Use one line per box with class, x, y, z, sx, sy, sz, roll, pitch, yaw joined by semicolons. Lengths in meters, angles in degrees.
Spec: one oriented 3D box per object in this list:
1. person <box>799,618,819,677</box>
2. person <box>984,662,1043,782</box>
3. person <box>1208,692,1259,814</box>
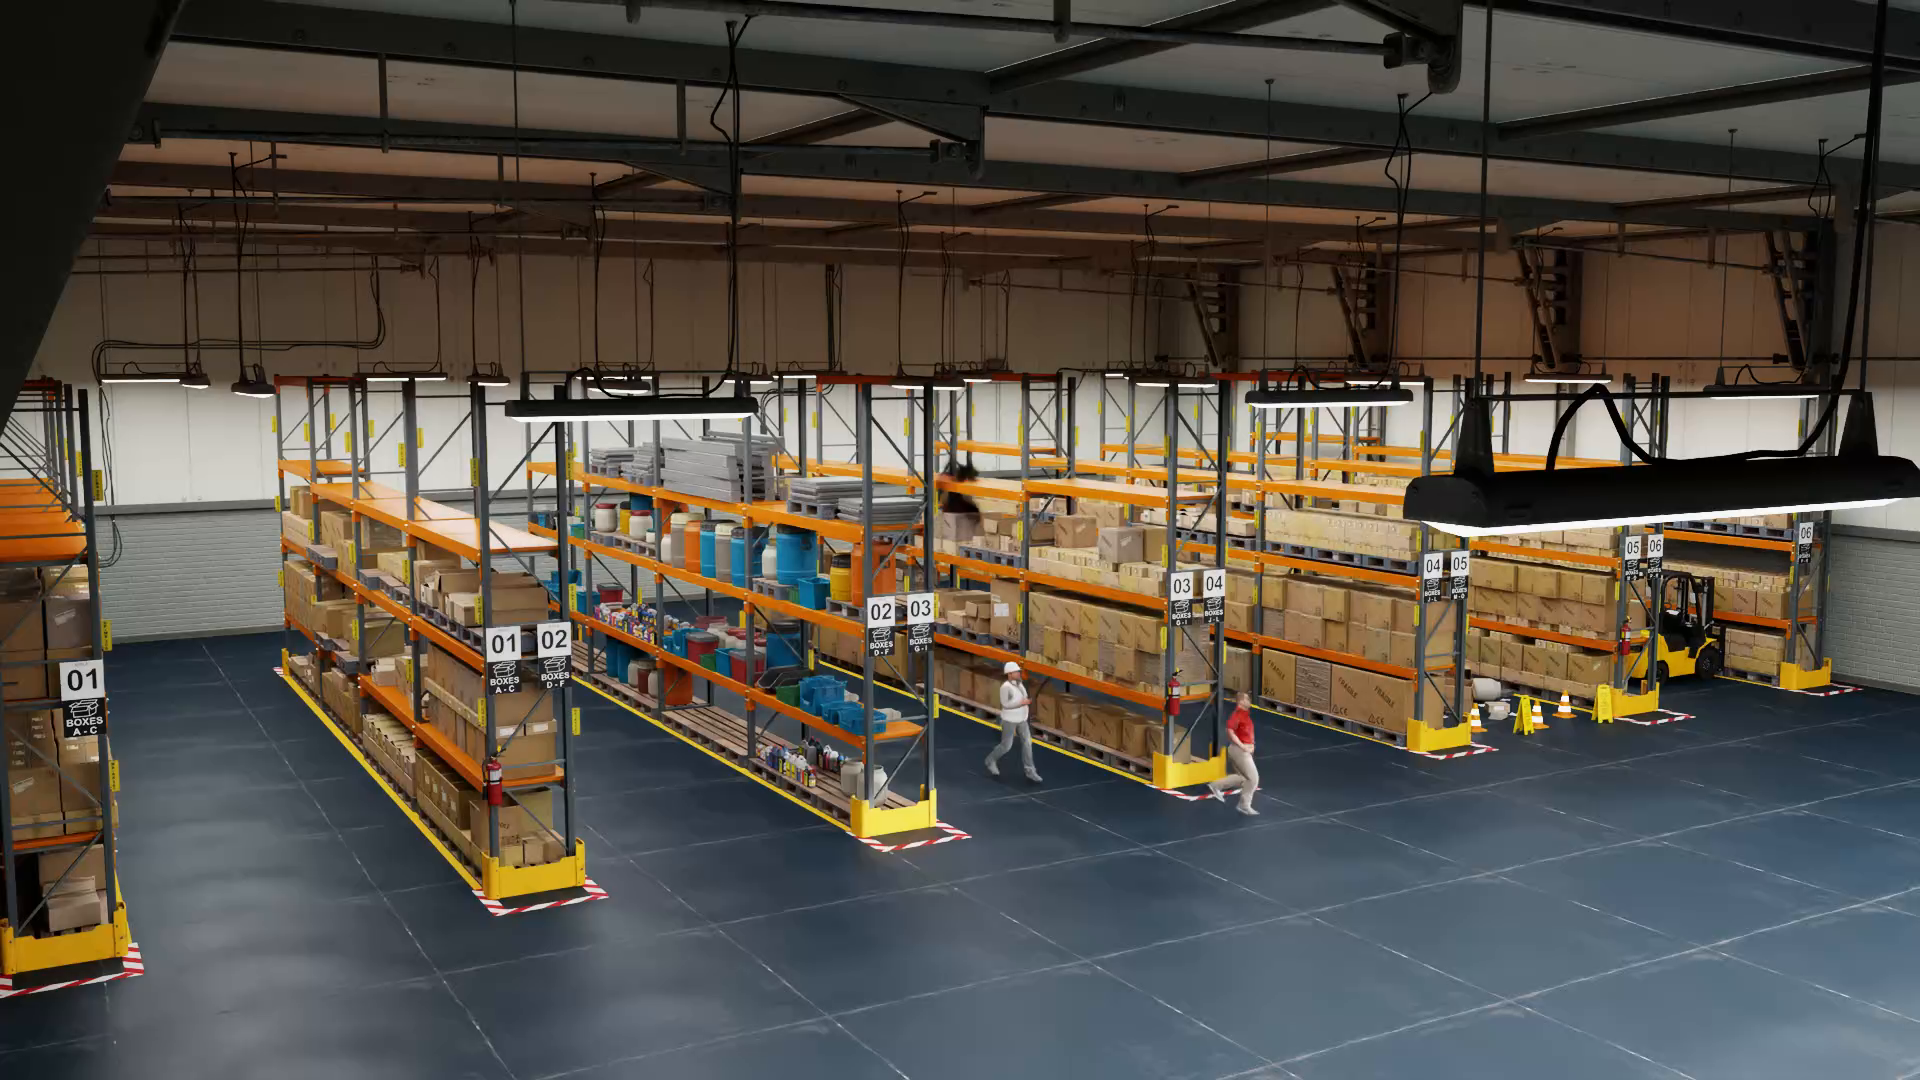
person;-2.885;2.129;30.467;0.689;1.827;0.832;-5;8;-40
person;0.810;2.701;24.922;0.957;1.770;0.651;5;8;38
person;3.847;2.977;23.297;0.740;1.714;0.696;2;6;13
